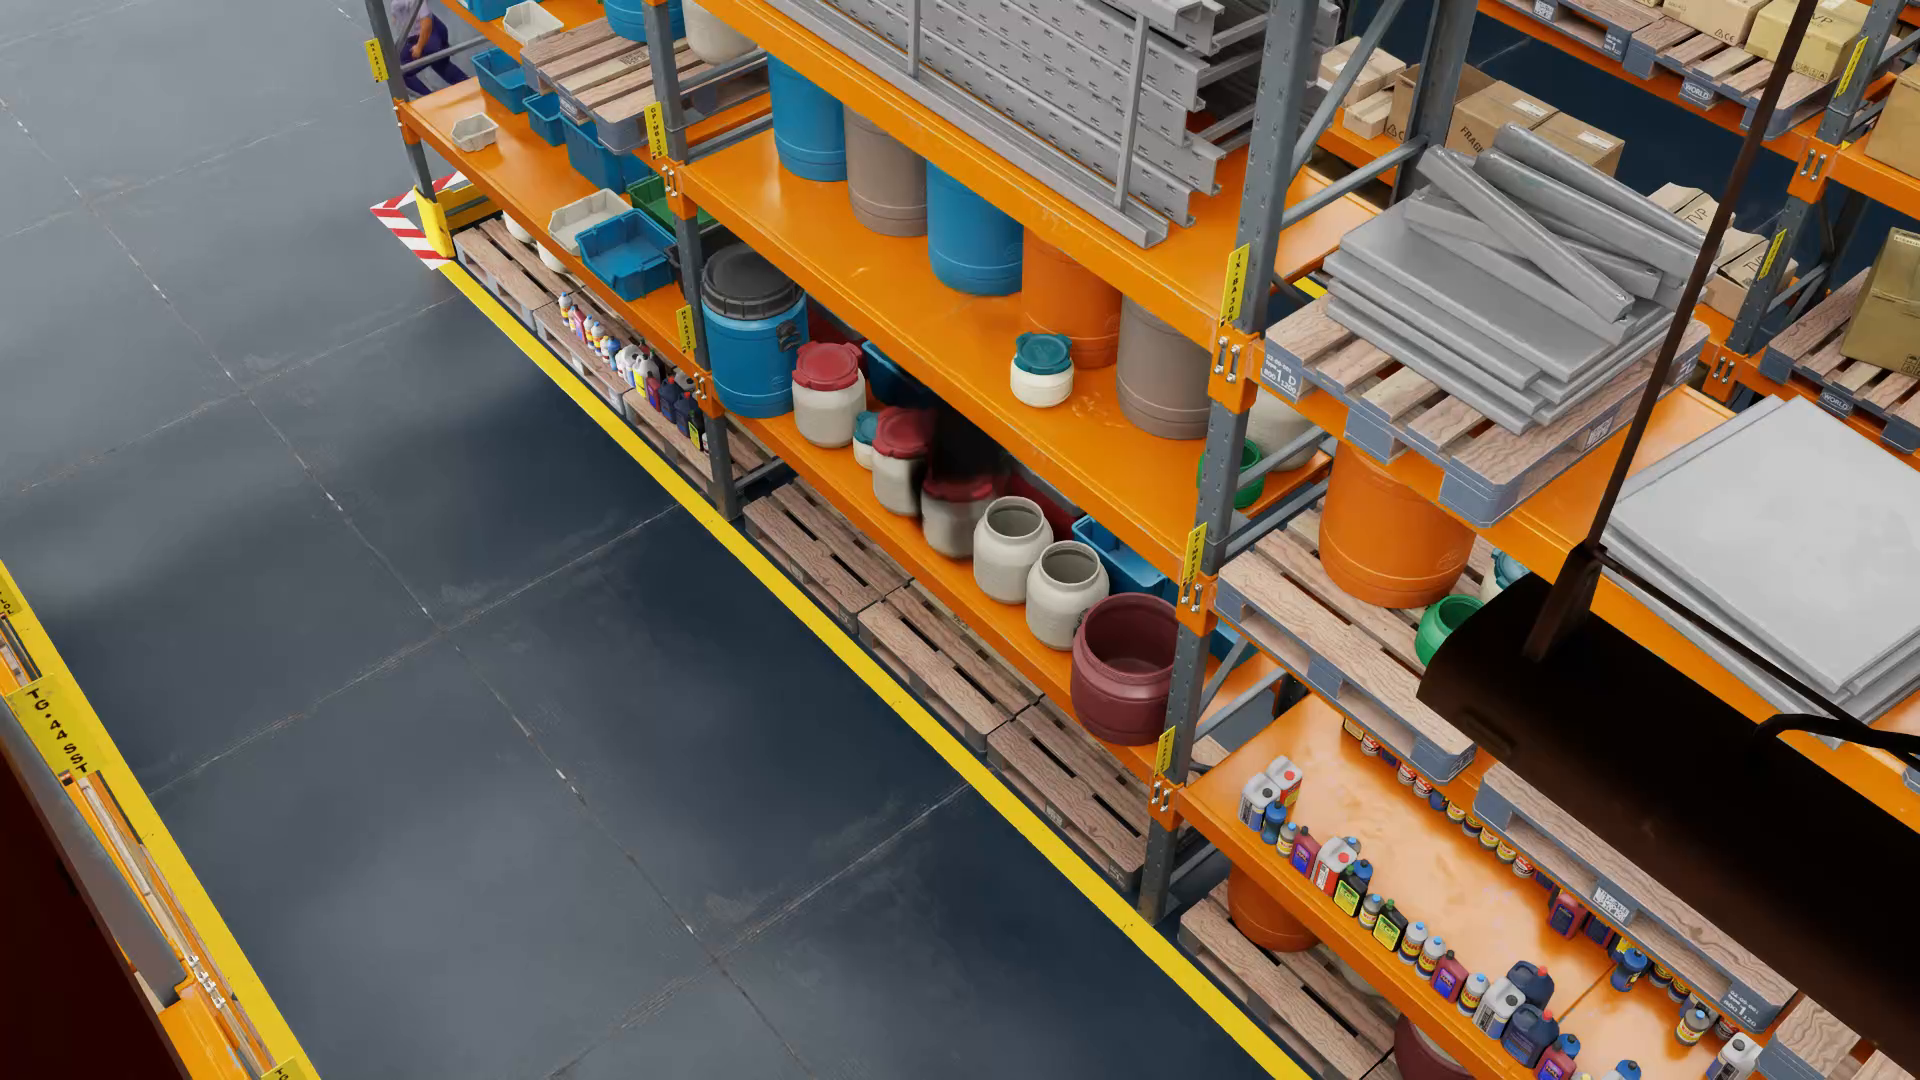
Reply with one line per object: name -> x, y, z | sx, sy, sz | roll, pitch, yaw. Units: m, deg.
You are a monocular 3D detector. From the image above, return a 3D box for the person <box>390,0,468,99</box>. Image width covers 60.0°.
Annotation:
person -> -4.458, -4.121, 13.809 | 0.657, 1.639, 0.681 | 2, 47, 2

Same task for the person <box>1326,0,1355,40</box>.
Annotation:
person -> 3.265, -4.602, 14.139 | 0.873, 1.758, 0.643 | 29, 53, 25
